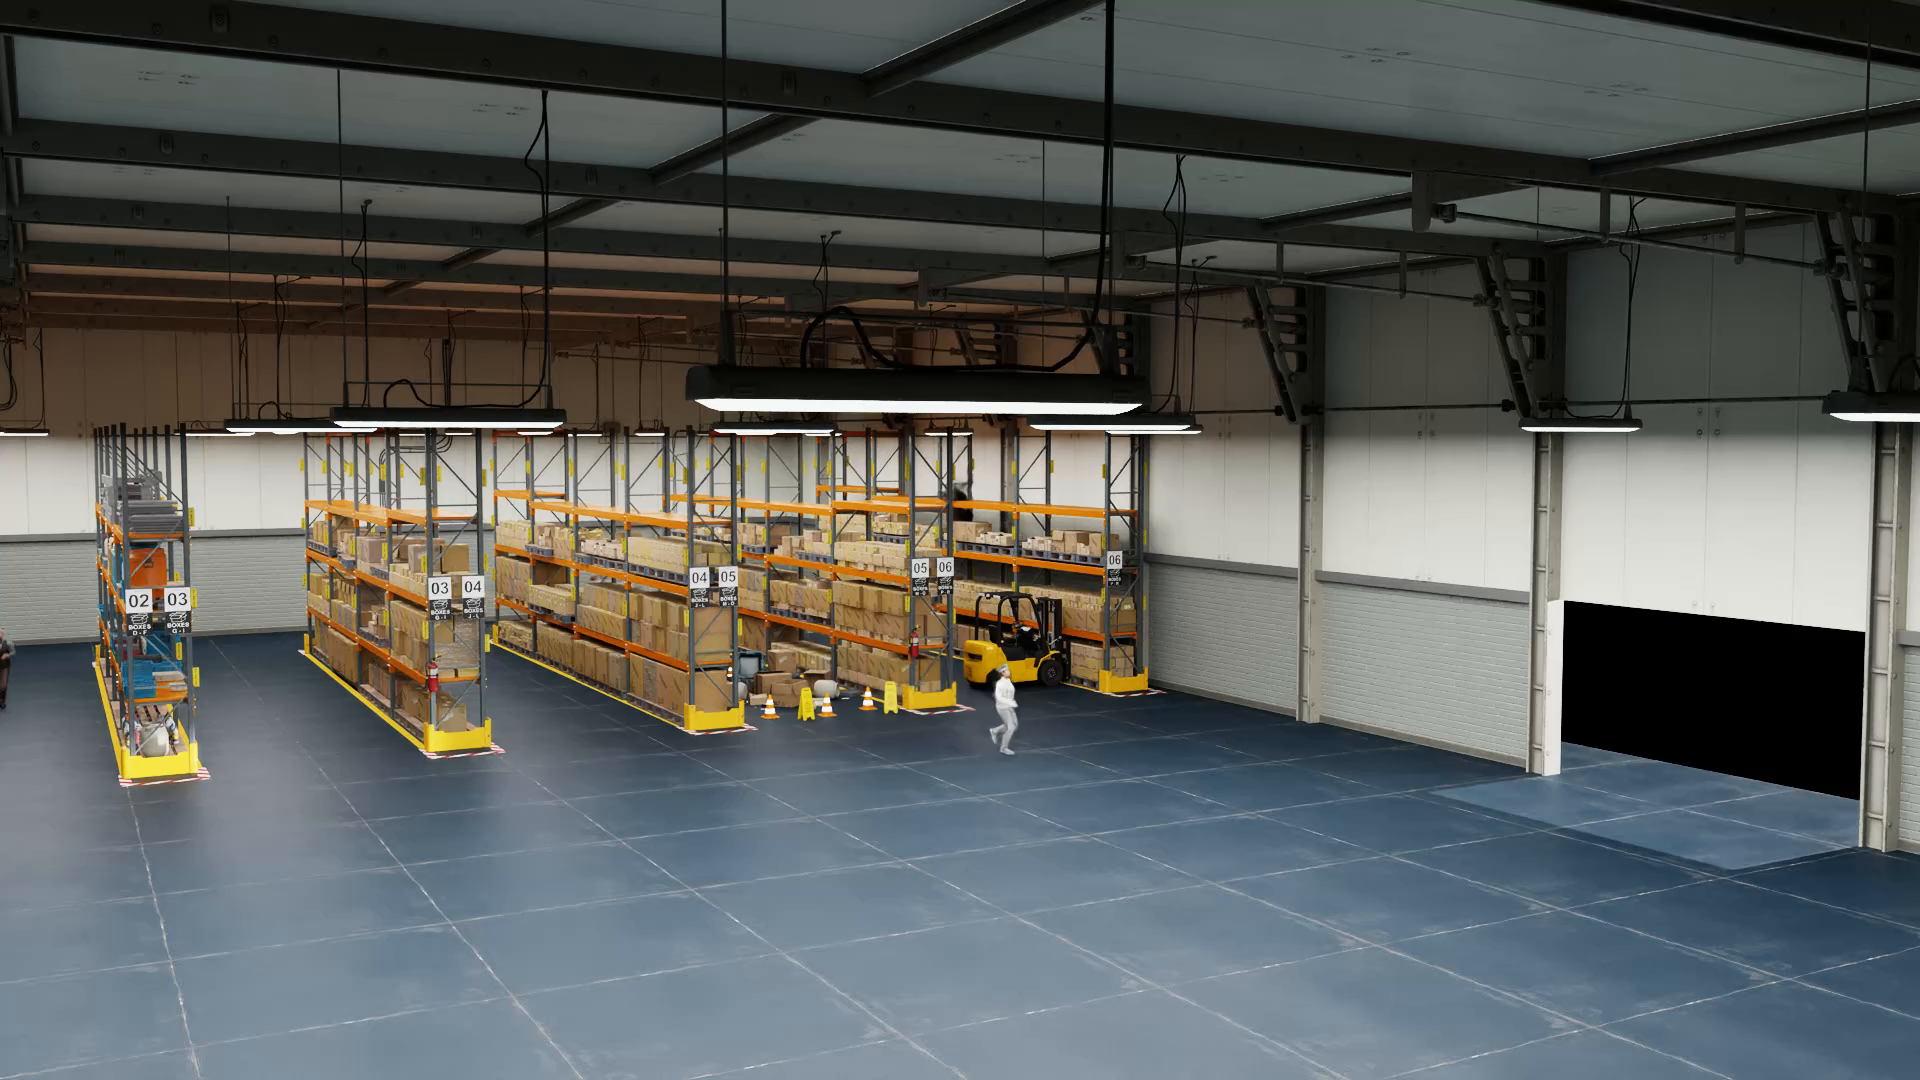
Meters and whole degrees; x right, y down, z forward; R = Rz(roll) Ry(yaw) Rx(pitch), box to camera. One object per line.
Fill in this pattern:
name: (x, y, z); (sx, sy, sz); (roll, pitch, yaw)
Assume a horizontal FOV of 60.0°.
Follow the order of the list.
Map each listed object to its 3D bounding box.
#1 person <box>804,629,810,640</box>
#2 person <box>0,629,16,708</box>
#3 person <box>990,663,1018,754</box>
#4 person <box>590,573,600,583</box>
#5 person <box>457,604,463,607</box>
person: (-4.457, 1.988, 47.039); (0.696, 1.763, 0.941); (-3, 4, -38)
person: (-20.252, 2.754, 35.047); (0.648, 1.784, 0.700); (-2, 4, -33)
person: (0.815, 3.068, 30.330); (0.555, 1.664, 0.652); (1, 4, 20)
person: (-10.834, 1.811, 49.485); (0.972, 1.768, 0.661); (-2, 4, -31)
person: (-13.732, 2.165, 45.344); (0.618, 1.676, 0.633); (-1, 4, -12)
